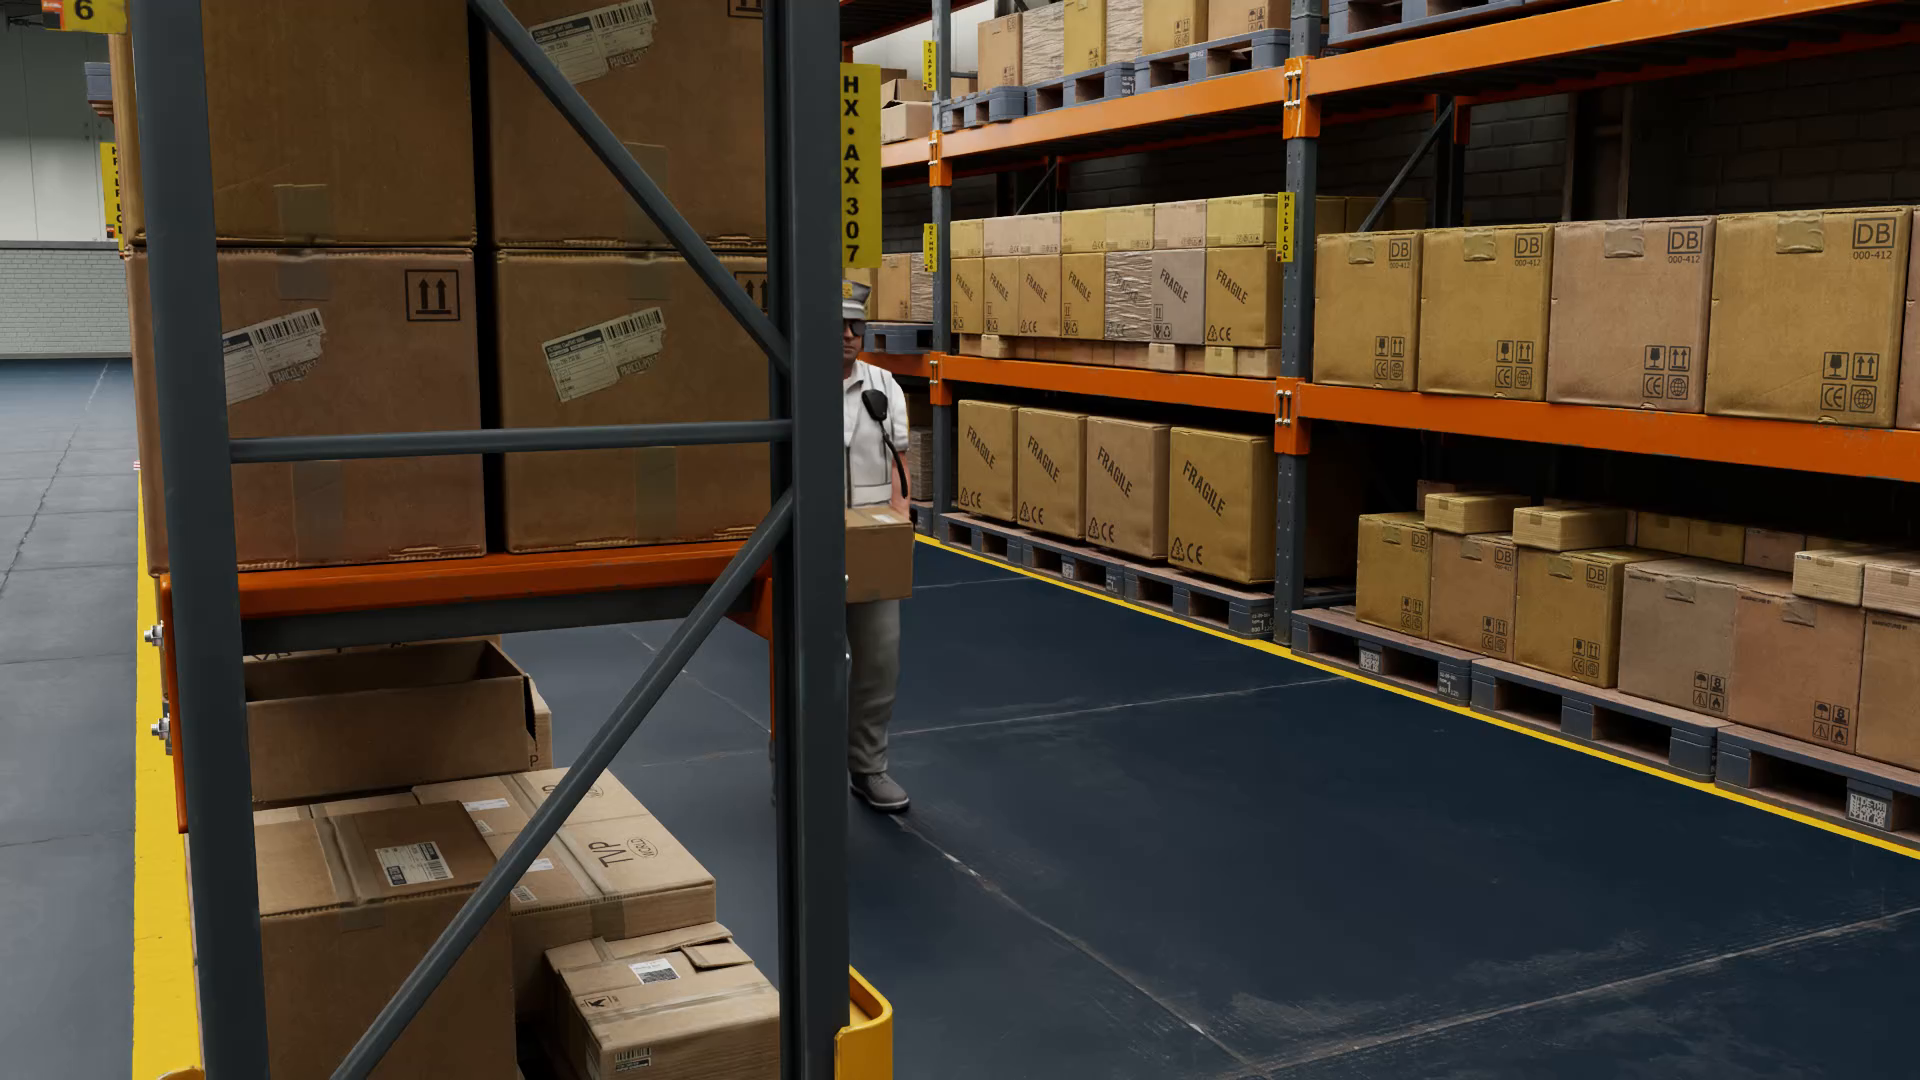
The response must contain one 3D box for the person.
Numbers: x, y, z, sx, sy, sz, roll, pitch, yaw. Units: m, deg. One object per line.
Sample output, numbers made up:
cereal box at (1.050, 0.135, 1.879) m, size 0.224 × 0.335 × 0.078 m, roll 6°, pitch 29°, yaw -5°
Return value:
person at (-0.394, 0.029, 5.538) m, size 0.530 × 1.772 × 0.513 m, roll -4°, pitch 9°, yaw -23°
